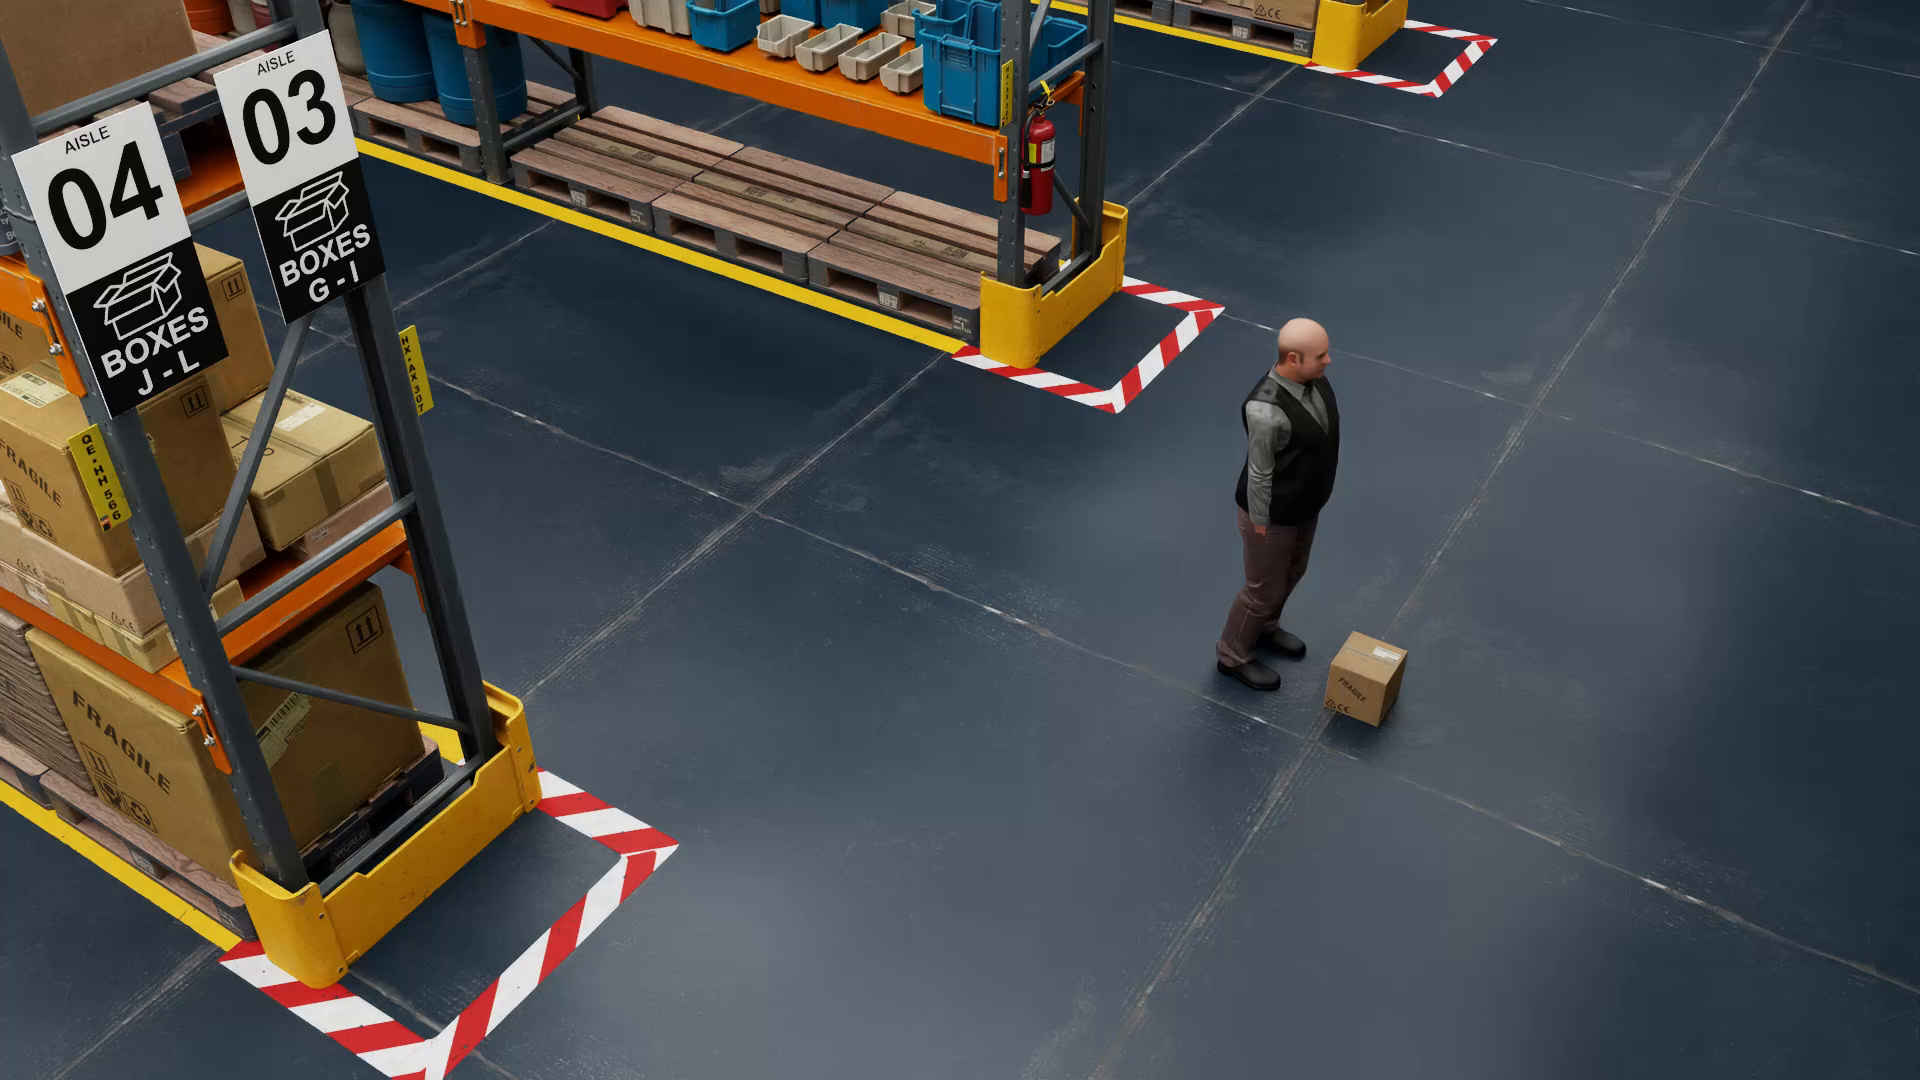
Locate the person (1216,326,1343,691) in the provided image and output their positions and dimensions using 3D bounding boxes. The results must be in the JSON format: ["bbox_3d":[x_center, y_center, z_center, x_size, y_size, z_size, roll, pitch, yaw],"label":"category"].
[{"bbox_3d":[1.337,-0.156,6.921,0.374,1.702,0.543,22,43,26],"label":"person"}]
